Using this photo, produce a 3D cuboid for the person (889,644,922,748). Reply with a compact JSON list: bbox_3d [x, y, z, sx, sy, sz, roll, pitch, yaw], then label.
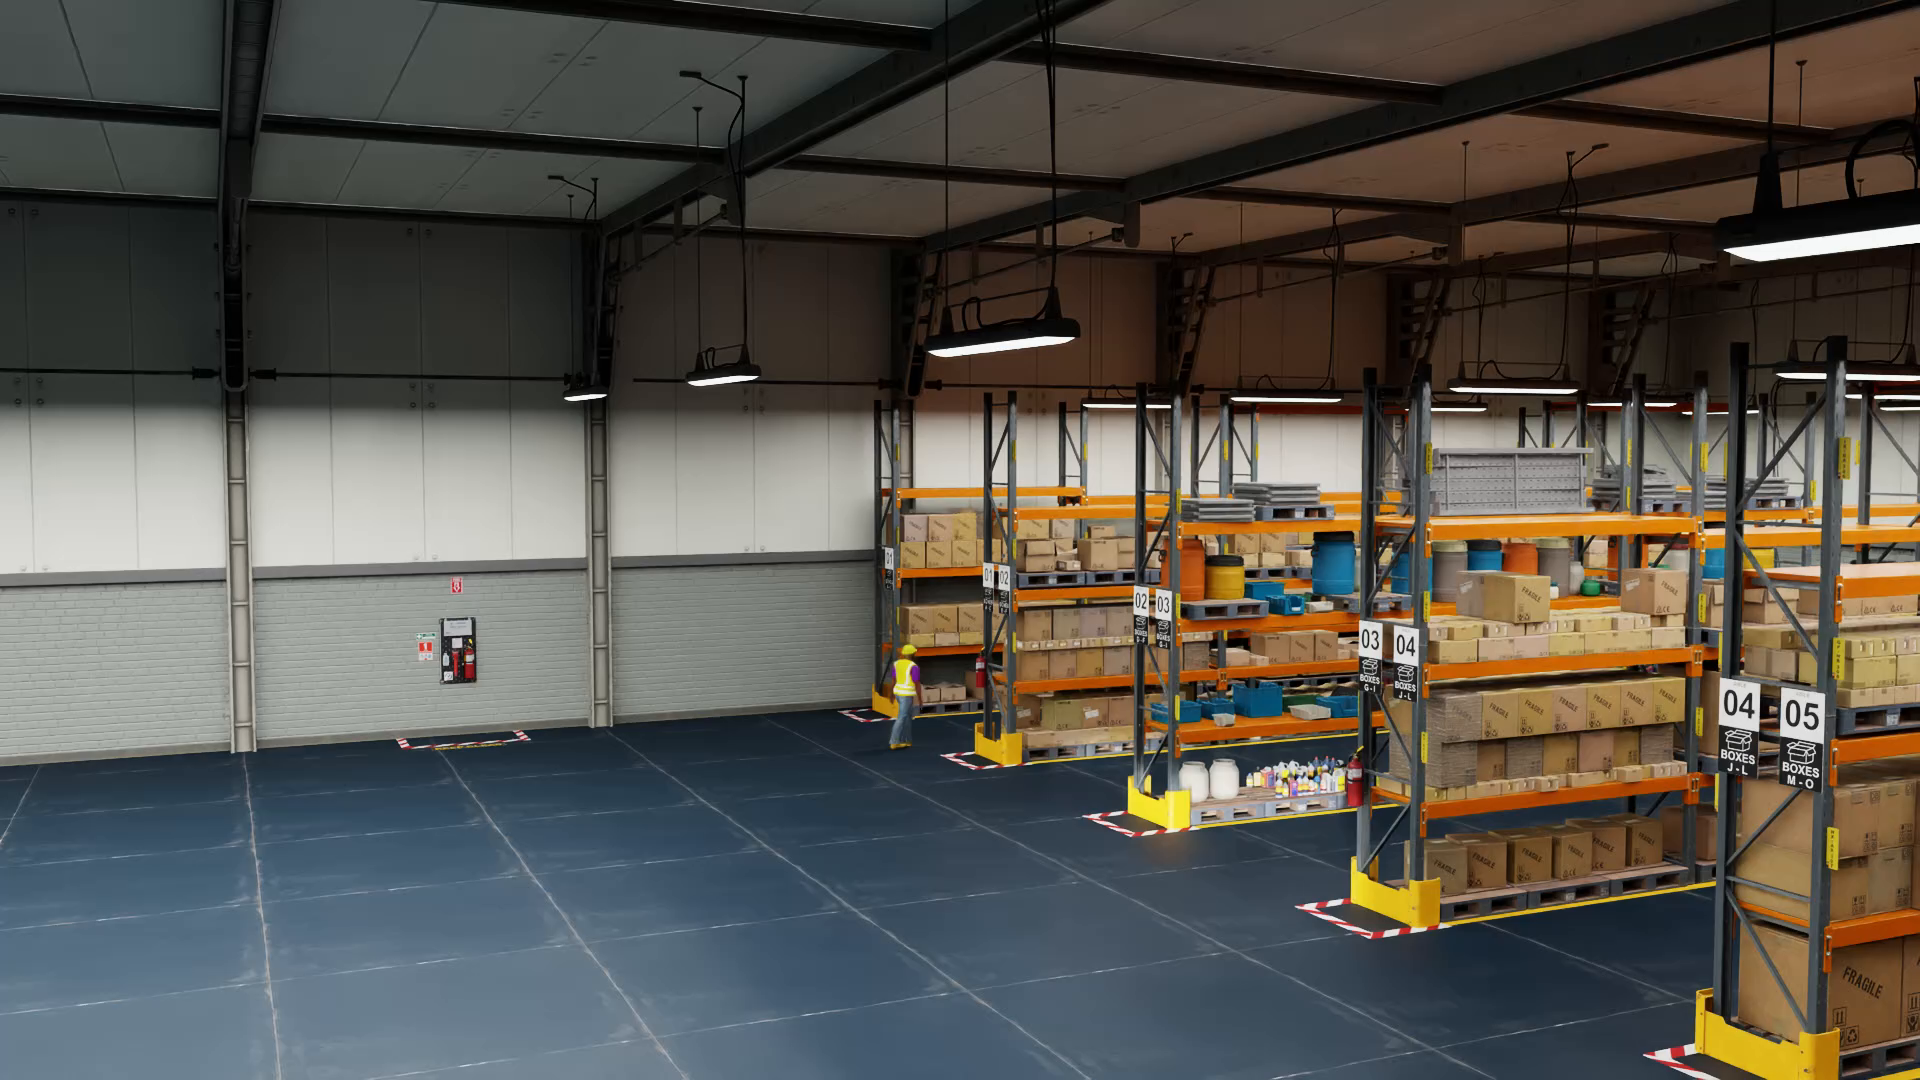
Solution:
[{"bbox_3d":[-0.923,2.671,28.123,0.602,1.810,0.574,-2,4,-31],"label":"person"}]
